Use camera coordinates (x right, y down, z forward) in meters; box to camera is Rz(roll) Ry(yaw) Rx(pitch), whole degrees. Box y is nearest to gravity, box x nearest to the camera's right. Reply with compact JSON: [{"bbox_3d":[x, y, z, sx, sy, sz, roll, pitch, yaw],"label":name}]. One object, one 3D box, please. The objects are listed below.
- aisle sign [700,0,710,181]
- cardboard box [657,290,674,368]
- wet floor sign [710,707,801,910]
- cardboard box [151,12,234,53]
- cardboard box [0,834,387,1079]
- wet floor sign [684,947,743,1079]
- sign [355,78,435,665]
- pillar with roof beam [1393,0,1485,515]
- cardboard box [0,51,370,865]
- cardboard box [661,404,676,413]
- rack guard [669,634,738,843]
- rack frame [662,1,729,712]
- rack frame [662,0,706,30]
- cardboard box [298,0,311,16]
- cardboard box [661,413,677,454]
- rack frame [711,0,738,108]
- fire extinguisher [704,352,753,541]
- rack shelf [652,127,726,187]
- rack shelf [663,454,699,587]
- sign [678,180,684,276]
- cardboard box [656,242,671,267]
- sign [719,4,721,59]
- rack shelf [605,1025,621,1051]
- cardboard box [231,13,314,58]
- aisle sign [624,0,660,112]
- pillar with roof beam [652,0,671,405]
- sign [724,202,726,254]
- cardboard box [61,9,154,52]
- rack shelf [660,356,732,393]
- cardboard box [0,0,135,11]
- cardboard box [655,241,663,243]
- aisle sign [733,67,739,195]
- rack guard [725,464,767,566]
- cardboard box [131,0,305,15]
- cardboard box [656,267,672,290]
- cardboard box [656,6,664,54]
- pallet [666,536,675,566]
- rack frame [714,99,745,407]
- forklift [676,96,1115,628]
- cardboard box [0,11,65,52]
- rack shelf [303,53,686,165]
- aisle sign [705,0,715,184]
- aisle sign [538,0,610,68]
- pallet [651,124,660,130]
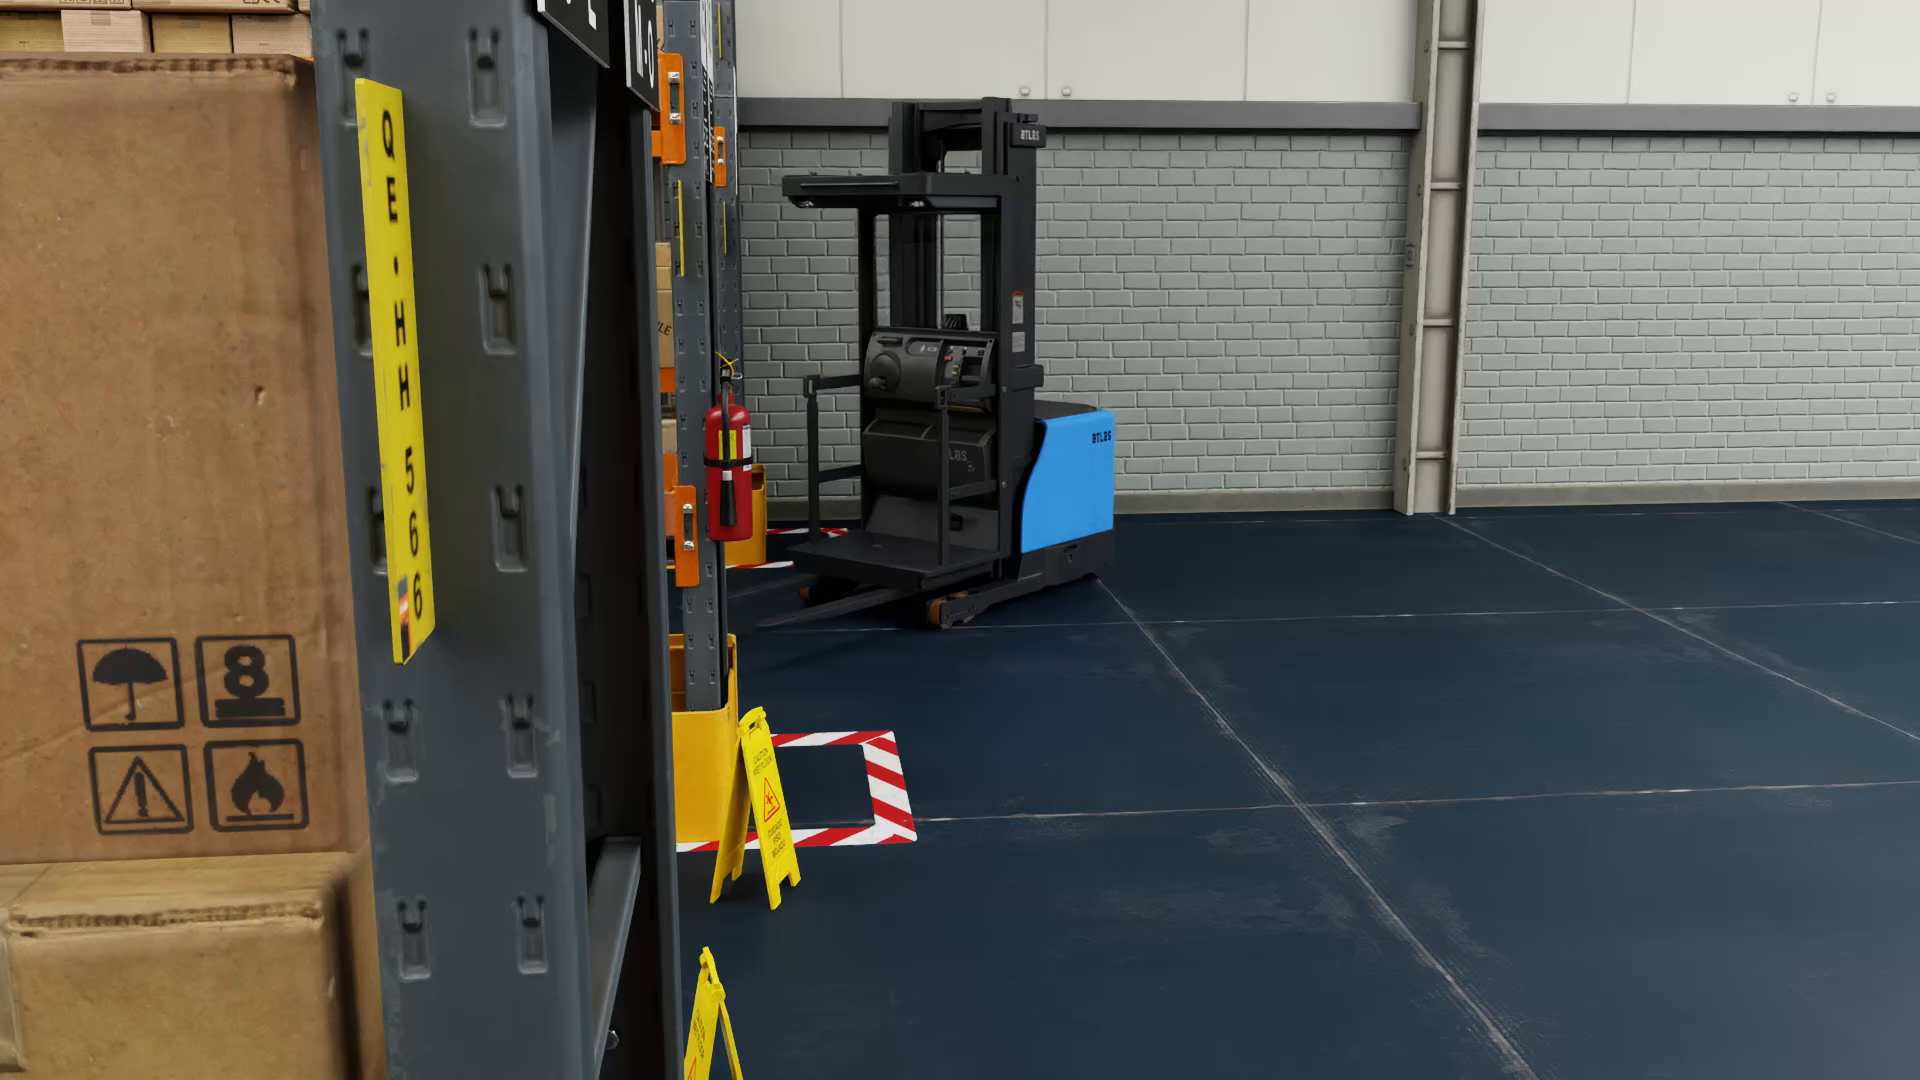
[{"bbox_3d":[-0.913,-1.685,5.924,0.004,0.787,0.394,-1,11,-6],"label":"aisle sign"},{"bbox_3d":[-2.007,-1.404,10.975,0.500,0.500,0.500,-1,11,-7],"label":"cardboard box"},{"bbox_3d":[-0.702,0.893,5.655,0.232,0.644,0.267,3,11,14],"label":"wet floor sign"},{"bbox_3d":[-2.607,-1.730,5.767,0.250,0.149,0.380,-2,11,-8],"label":"cardboard box"},{"bbox_3d":[-0.735,0.426,1.536,0.550,0.550,0.875,-1,11,-6],"label":"cardboard box"},{"bbox_3d":[-0.556,1.258,3.795,0.232,0.644,0.267,-3,12,-16],"label":"wet floor sign"},{"bbox_3d":[-0.326,-0.097,0.968,0.005,0.325,0.100,-1,11,-6],"label":"sign"},{"bbox_3d":[4.094,-3.817,7.956,0.400,9.000,9.100,-1,11,-6],"label":"pillar with roof beam"},{"bbox_3d":[-0.744,-0.120,1.513,0.550,0.550,0.875,-1,11,-6],"label":"cardboard box"},{"bbox_3d":[-2.044,-0.789,11.555,0.500,0.250,0.500,-1,11,-7],"label":"cardboard box"},{"bbox_3d":[-1.082,0.764,6.685,0.348,0.500,1.175,-1,11,-6],"label":"rack guard"},{"bbox_3d":[-1.006,-0.464,6.452,0.127,3.000,1.000,-1,11,-6],"label":"rack frame"},{"bbox_3d":[-1.006,-3.408,5.873,0.127,3.000,1.000,-1,11,-6],"label":"rack frame"},{"bbox_3d":[-1.988,-1.938,5.792,0.500,0.250,0.500,-1,11,-7],"label":"cardboard box"},{"bbox_3d":[-1.970,-0.694,11.068,0.500,0.250,0.500,-1,11,-4],"label":"cardboard box"},{"bbox_3d":[-1.546,-4.359,10.714,0.127,3.000,1.000,-1,11,-6],"label":"rack frame"},{"bbox_3d":[-0.843,-0.340,6.022,0.183,0.674,0.296,-1,11,-6],"label":"fire extinguisher"},{"bbox_3d":[-3.534,-2.493,10.861,4.000,0.370,1.077,-1,11,-6],"label":"rack shelf"},{"bbox_3d":[-2.995,-0.069,6.309,4.000,0.370,1.077,-1,11,-6],"label":"rack shelf"},{"bbox_3d":[-0.966,-1.080,5.766,0.005,0.325,0.100,-1,11,-6],"label":"sign"},{"bbox_3d":[-1.879,-1.881,10.949,0.250,0.149,0.380,-1,11,-6],"label":"cardboard box"},{"bbox_3d":[-1.501,-3.179,10.395,0.005,0.325,0.100,-1,11,-6],"label":"sign"},{"bbox_3d":[-2.360,0.878,1.491,4.000,0.370,1.077,-1,11,-6],"label":"rack shelf"},{"bbox_3d":[-2.344,-1.734,5.788,0.250,0.149,0.380,-1,11,-7],"label":"cardboard box"},{"bbox_3d":[-0.333,-0.851,1.683,0.004,0.787,0.394,-1,11,-6],"label":"aisle sign"},{"bbox_3d":[-1.871,-3.692,7.320,0.400,9.000,9.100,-1,11,-6],"label":"pillar with roof beam"},{"bbox_3d":[-1.501,-1.996,10.628,0.005,0.325,0.100,-1,11,-6],"label":"sign"},{"bbox_3d":[-2.853,-1.711,5.670,0.250,0.149,0.380,-1,11,-7],"label":"cardboard box"},{"bbox_3d":[-3.534,-1.021,11.151,4.000,0.370,1.077,-1,11,-6],"label":"rack shelf"},{"bbox_3d":[-3.003,-1.913,5.663,0.500,0.250,0.500,-1,11,-6],"label":"cardboard box"},{"bbox_3d":[-2.174,-1.969,11.398,0.250,0.149,0.380,-1,11,-4],"label":"cardboard box"},{"bbox_3d":[-1.449,-2.636,10.763,0.004,0.787,0.394,-1,11,-6],"label":"aisle sign"},{"bbox_3d":[-1.522,-0.190,11.537,0.348,0.500,1.175,-1,11,-6],"label":"rack guard"},{"bbox_3d":[-2.501,-1.924,5.719,0.500,0.250,0.500,-1,11,-4],"label":"cardboard box"},{"bbox_3d":[-1.860,-1.722,10.911,0.250,0.149,0.380,-1,11,-5],"label":"cardboard box"},{"bbox_3d":[-1.960,-3.136,10.659,0.500,0.500,0.500,-1,11,-4],"label":"cardboard box"},{"bbox_3d":[-2.302,-0.024,11.440,1.213,0.211,1.003,-1,11,-6],"label":"pallet"},{"bbox_3d":[-1.546,-1.416,11.293,0.127,3.000,1.000,-1,11,-6],"label":"rack frame"},{"bbox_3d":[-0.316,-1.048,9.601,1.130,2.935,3.031,9,14,38],"label":"forklift"},{"bbox_3d":[-3.111,-1.721,5.719,0.250,0.149,0.380,-1,11,-6],"label":"cardboard box"},{"bbox_3d":[-2.995,-1.541,6.020,4.000,0.370,1.077,-1,11,-6],"label":"rack shelf"},{"bbox_3d":[-0.978,-1.800,6.510,0.004,0.787,0.394,-1,11,-6],"label":"aisle sign"},{"bbox_3d":[-0.268,-0.736,1.098,0.004,0.787,0.394,-1,11,-6],"label":"aisle sign"},{"bbox_3d":[-2.252,-2.834,10.963,1.213,0.211,1.003,-1,11,-6],"label":"pallet"}]
